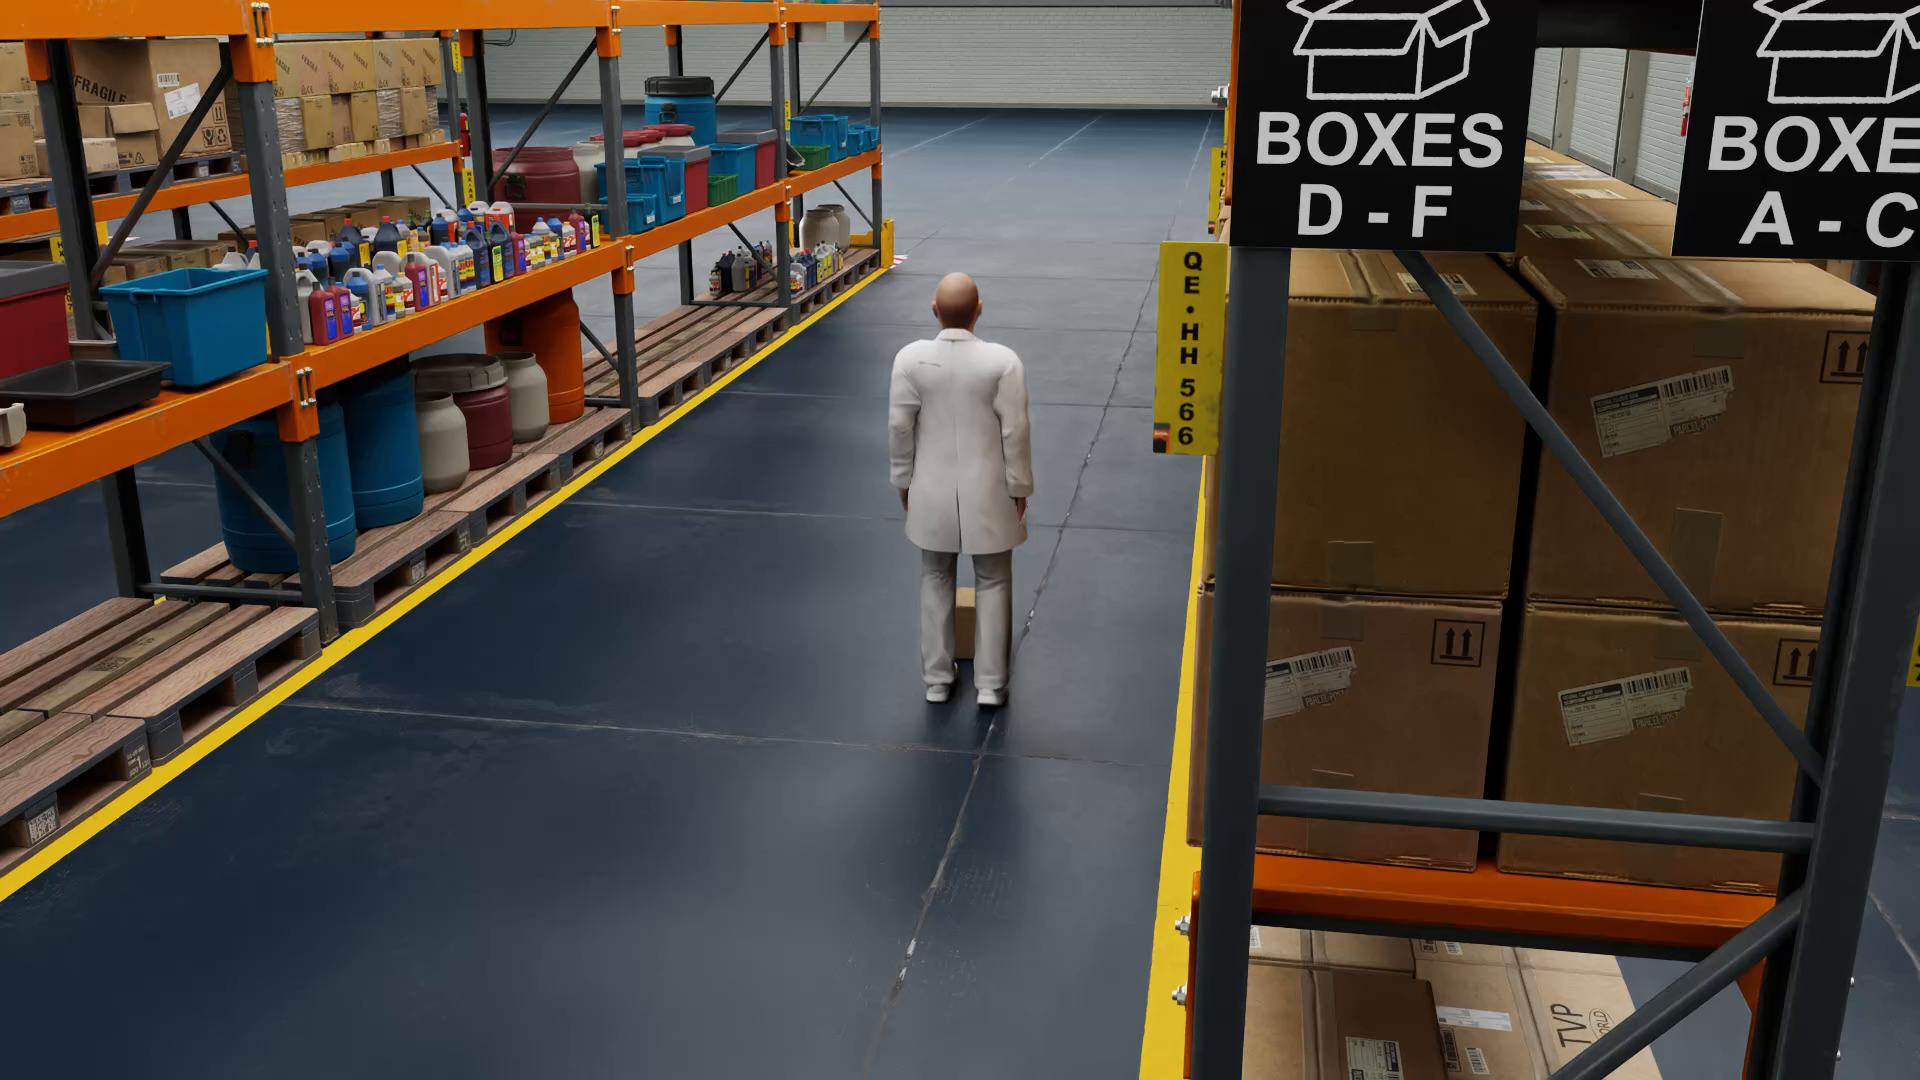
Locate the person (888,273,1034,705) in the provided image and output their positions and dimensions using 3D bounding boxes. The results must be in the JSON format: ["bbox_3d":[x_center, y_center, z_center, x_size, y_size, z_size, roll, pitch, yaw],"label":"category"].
[{"bbox_3d":[0.005,-0.170,6.740,0.601,1.833,0.429,3,18,10],"label":"person"}]
